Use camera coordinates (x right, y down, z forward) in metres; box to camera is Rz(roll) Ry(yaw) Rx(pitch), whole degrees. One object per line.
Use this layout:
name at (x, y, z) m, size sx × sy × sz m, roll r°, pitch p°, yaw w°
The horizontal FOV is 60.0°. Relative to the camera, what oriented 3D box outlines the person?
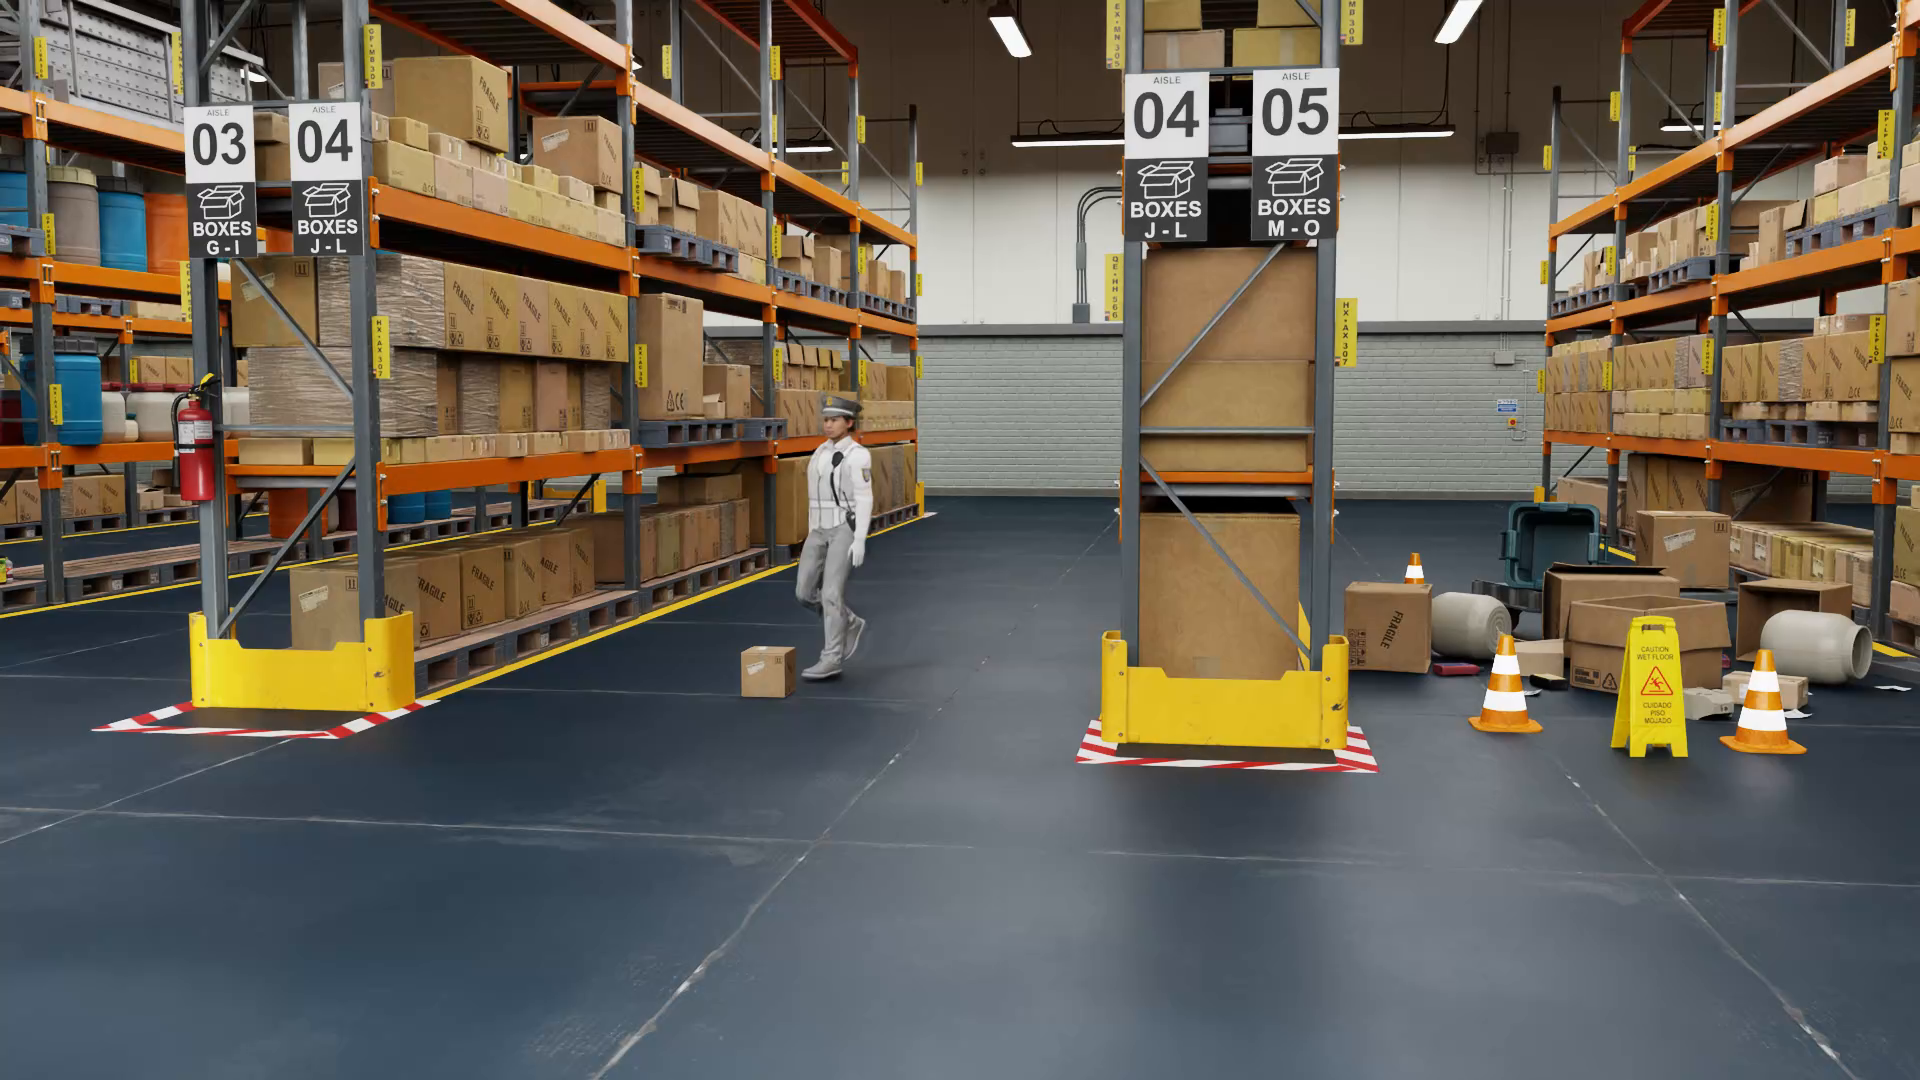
person at (-0.726, -0.030, 9.960) m, size 0.573 × 1.671 × 0.510 m, roll -4°, pitch 6°, yaw -44°
